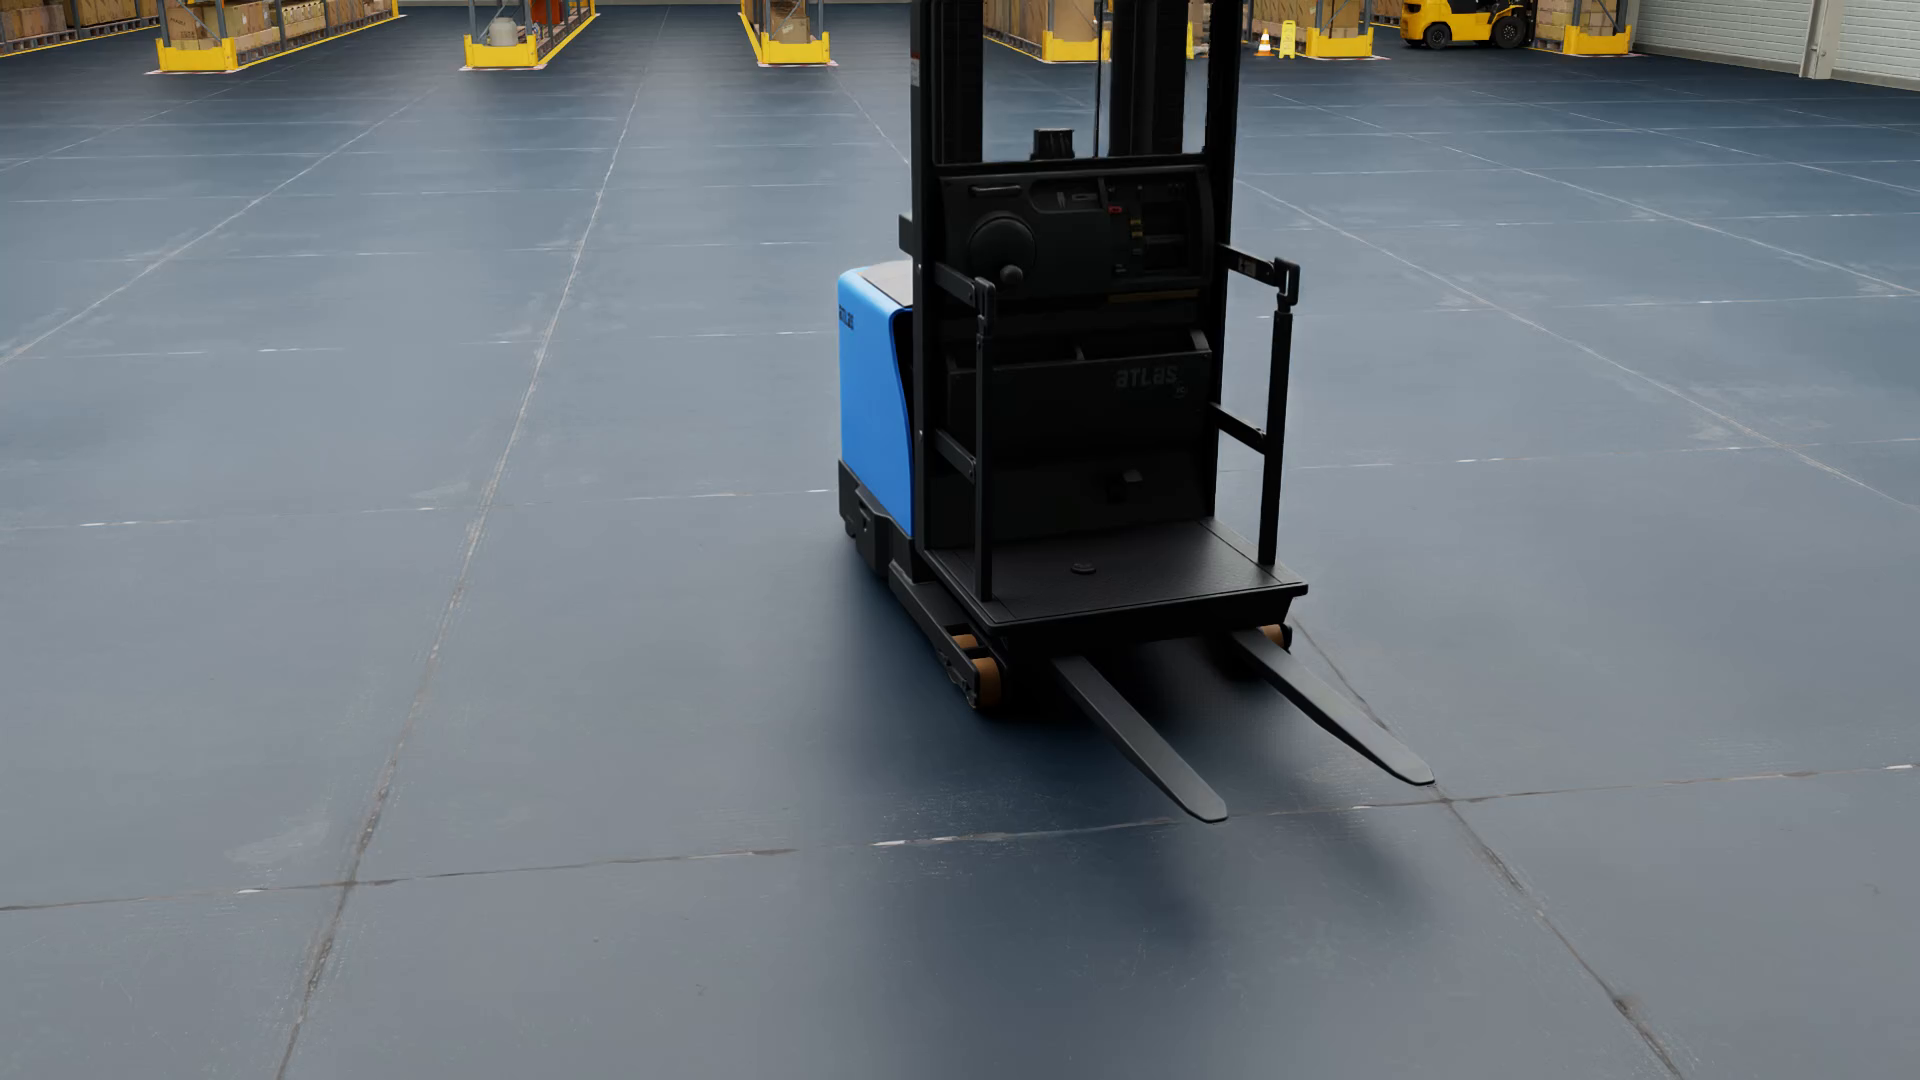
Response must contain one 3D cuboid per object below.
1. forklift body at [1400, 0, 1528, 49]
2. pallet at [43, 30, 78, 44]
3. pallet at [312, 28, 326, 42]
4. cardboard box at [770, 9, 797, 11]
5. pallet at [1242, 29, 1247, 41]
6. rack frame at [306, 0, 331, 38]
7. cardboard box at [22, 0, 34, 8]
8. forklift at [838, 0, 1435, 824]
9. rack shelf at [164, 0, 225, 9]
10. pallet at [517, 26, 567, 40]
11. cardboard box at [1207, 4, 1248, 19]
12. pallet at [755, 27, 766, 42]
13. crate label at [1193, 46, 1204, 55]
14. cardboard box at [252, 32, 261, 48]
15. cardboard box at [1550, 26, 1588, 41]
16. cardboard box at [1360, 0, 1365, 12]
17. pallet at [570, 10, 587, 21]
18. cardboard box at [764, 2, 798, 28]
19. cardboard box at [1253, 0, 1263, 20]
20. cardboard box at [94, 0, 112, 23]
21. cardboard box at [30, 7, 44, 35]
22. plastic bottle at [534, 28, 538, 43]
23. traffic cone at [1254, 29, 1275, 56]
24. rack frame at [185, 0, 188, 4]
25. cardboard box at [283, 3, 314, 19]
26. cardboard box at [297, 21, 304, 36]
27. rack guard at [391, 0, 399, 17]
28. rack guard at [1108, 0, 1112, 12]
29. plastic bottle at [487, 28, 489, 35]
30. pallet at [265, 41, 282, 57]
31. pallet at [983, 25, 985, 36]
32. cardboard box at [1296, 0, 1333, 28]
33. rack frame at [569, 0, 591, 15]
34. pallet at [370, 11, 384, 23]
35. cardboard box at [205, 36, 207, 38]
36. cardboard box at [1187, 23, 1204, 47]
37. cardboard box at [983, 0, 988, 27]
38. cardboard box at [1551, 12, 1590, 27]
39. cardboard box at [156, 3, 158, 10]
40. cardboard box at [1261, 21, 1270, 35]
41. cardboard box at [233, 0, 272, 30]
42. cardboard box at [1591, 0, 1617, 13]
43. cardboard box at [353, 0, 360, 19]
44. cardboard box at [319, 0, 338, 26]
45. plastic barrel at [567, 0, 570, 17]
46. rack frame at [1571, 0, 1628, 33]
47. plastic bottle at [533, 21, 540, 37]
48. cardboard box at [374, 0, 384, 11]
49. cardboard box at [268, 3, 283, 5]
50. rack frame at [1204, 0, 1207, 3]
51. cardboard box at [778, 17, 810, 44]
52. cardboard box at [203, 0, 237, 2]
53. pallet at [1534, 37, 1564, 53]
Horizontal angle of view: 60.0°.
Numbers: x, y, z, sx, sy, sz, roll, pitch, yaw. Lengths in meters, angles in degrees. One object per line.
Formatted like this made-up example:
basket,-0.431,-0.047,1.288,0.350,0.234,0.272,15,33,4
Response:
forklift body,9.775,-10.665,32.196,2.313,2.155,1.214,-3,21,-8
pallet,-18.611,-10.190,33.696,1.003,0.211,1.213,-3,21,-8
pallet,-13.740,-10.424,34.325,1.003,0.211,1.213,-3,21,-8
cardboard box,-3.422,-10.016,32.219,0.500,0.500,0.500,-4,21,-9
pallet,6.252,-10.594,34.779,1.003,0.211,1.213,-3,21,-8
rack frame,-13.821,-12.018,34.605,1.000,3.000,0.127,-3,21,-8
cardboard box,-18.467,-10.528,32.489,0.500,0.250,0.500,-3,21,-8
forklift,0.457,-0.995,5.190,1.130,2.935,3.031,-7,21,-17
rack shelf,-12.956,-9.603,29.169,1.077,0.370,4.000,-3,21,-8
pallet,-8.845,-10.690,35.035,1.003,0.211,1.213,-3,21,-8
cardboard box,5.975,-11.530,36.456,0.950,0.372,0.625,-3,21,-9
pallet,-3.733,-10.518,34.575,1.003,0.211,1.213,-3,21,-8
crate label,4.380,-9.084,30.842,0.250,0.136,0.298,-15,25,-35
cardboard box,-12.739,-8.873,29.515,0.500,0.250,0.500,-3,21,-8
cardboard box,11.474,-9.553,31.336,0.500,0.250,0.500,-3,21,-7
cardboard box,10.125,-13.142,40.589,0.500,0.500,0.500,-4,21,-9
pallet,-9.818,-13.021,41.277,1.003,0.211,1.213,-3,21,-8
cardboard box,-3.720,-10.933,34.645,0.700,0.500,0.500,-1,21,-3
cardboard box,6.184,-10.673,33.263,0.500,0.500,0.500,-2,21,-5
cardboard box,-18.818,-11.521,35.748,0.750,0.750,0.750,-3,21,-8
cardboard box,-18.508,-10.200,32.683,0.700,0.500,0.500,-3,21,-8
plastic bottle,-7.782,-9.221,30.388,0.097,0.271,0.097,0,20,0
traffic cone,5.604,-9.141,30.530,0.336,0.463,0.334,-3,21,-8
rack frame,-19.875,-14.536,41.349,1.000,3.000,0.127,-3,21,-8
cardboard box,-13.350,-10.666,33.513,0.500,0.311,0.500,-3,21,-8
cardboard box,-13.207,-10.050,32.666,0.500,0.250,0.500,-4,21,-9
rack guard,-14.963,-13.590,42.388,1.175,0.500,0.348,-3,21,-8
rack guard,4.633,-14.623,45.154,1.175,0.500,0.348,-3,21,-8
plastic bottle,-8.499,-9.083,30.002,0.061,0.283,0.133,-2,21,-6
pallet,-13.171,-9.049,30.642,1.003,0.211,1.213,-3,21,-8
pallet,0.945,-11.148,36.263,1.003,0.211,1.213,-3,21,-8
cardboard box,6.569,-9.770,30.846,0.500,0.500,0.500,-3,21,-7
rack frame,-10.072,-15.036,42.687,1.000,3.000,0.127,-3,21,-8
pallet,-14.674,-12.757,40.572,1.003,0.211,1.213,-3,21,-8
cardboard box,-13.121,-8.500,28.516,0.500,0.250,0.500,-3,21,-8
cardboard box,4.184,-9.557,31.585,0.637,0.503,0.797,17,27,39
cardboard box,1.034,-11.356,35.449,1.050,0.750,0.750,-3,21,-7
cardboard box,11.474,-9.793,31.265,0.500,0.250,0.500,-3,21,-8
cardboard box,-19.446,-12.793,39.654,0.700,0.500,0.500,-2,21,-6
cardboard box,6.272,-10.137,32.901,0.500,0.250,0.500,-2,21,-5
cardboard box,-12.900,-9.569,30.308,0.500,0.500,0.500,-3,21,-8
cardboard box,11.972,-10.051,31.239,0.500,0.250,0.500,-3,21,-9
cardboard box,-13.979,-12.110,37.796,0.500,0.500,0.500,-3,21,-8
cardboard box,-13.603,-11.225,35.426,0.500,0.500,0.500,-2,21,-5
plastic barrel,-9.433,-12.676,38.766,0.600,0.901,0.708,-3,21,-8
rack frame,11.854,-10.498,30.536,1.000,3.000,0.127,-3,21,-8
plastic bottle,-7.889,-9.460,30.914,0.144,0.351,0.185,-3,21,-8
cardboard box,-14.544,-13.199,41.070,0.500,0.250,0.500,-3,21,-8
cardboard box,-13.880,-10.635,33.431,0.500,0.311,0.500,-3,21,-9
rack frame,5.789,-13.016,37.278,1.000,3.000,0.127,-3,21,-8
cardboard box,-2.937,-8.989,29.469,0.500,0.500,0.500,1,20,2
cardboard box,-13.407,-9.544,30.239,0.500,0.500,0.500,-3,21,-8
pallet,11.702,-9.454,31.727,1.003,0.211,1.213,-3,21,-8
